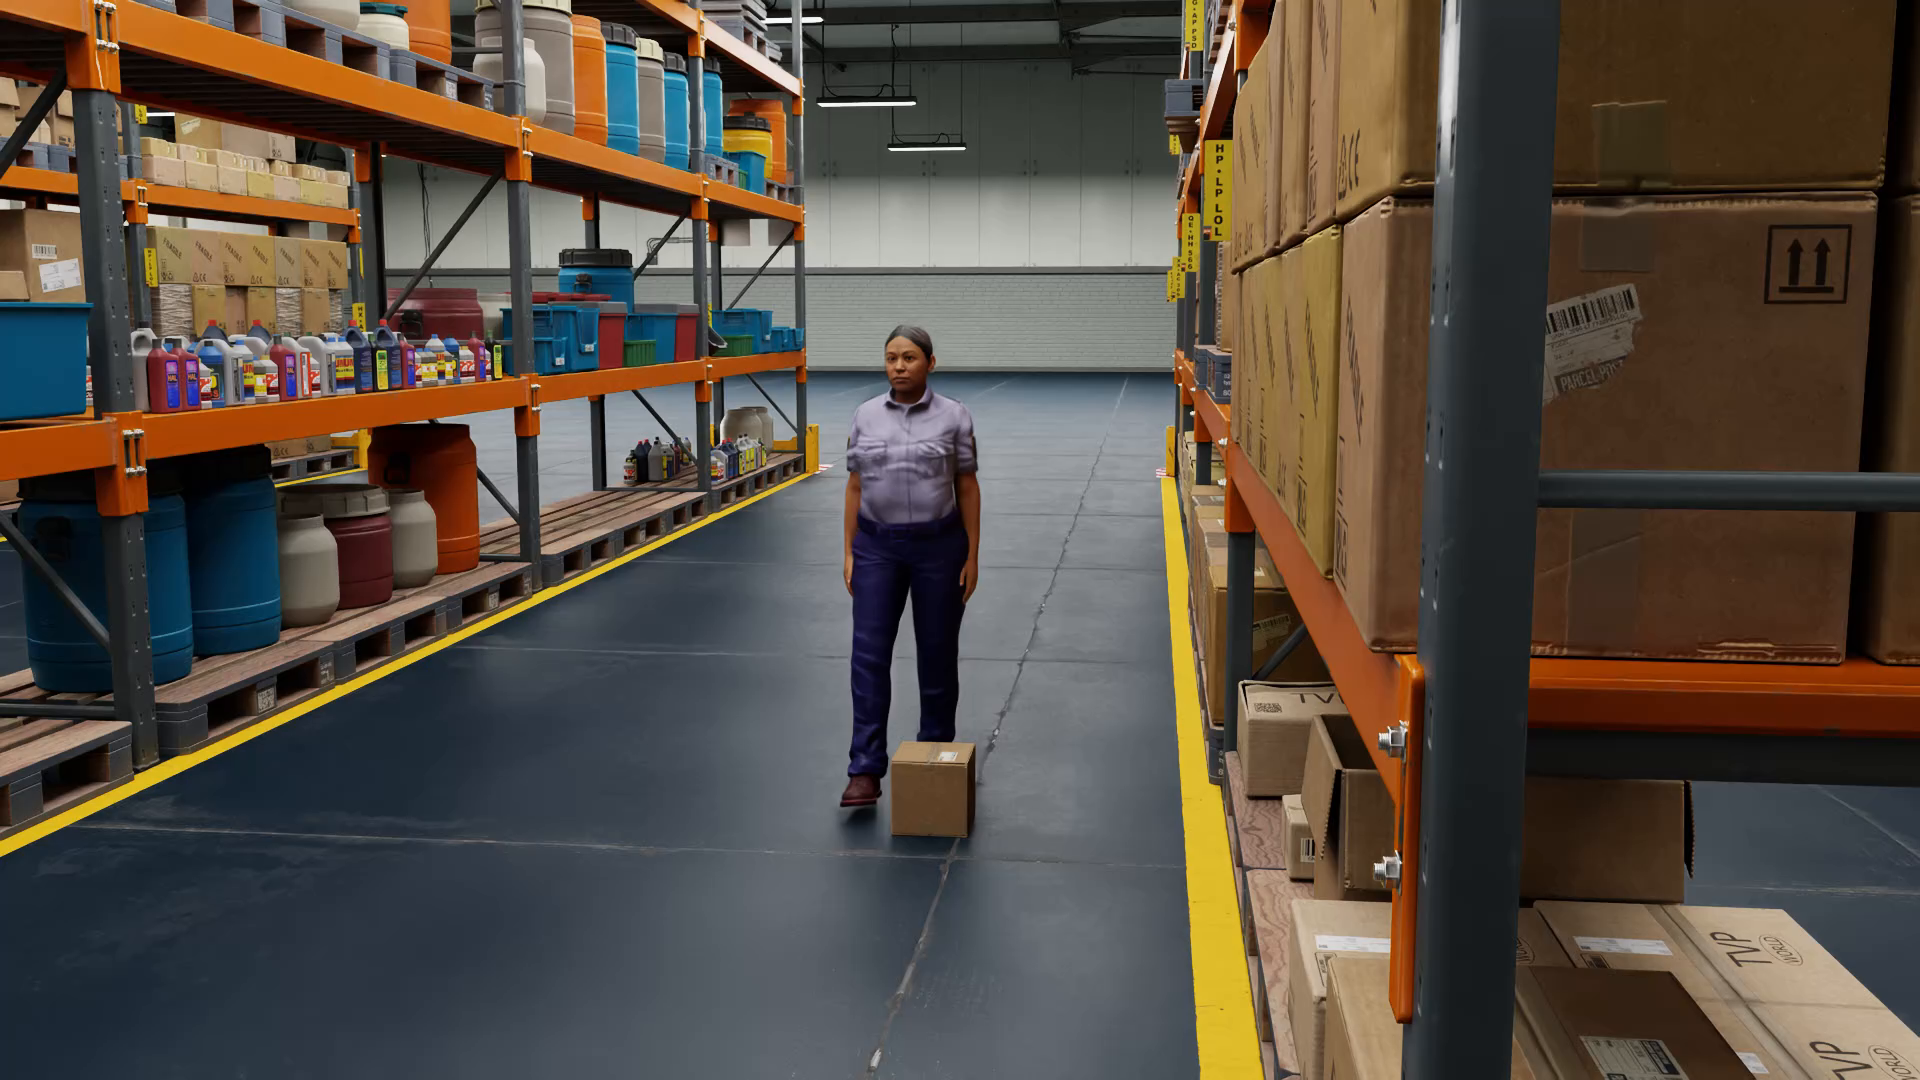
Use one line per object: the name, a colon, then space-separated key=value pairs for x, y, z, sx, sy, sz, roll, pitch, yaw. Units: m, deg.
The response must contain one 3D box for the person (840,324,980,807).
person: x=-0.186 y=0.082 z=5.715 sx=0.489 sy=1.635 sz=0.693 roll=1 pitch=8 yaw=5
